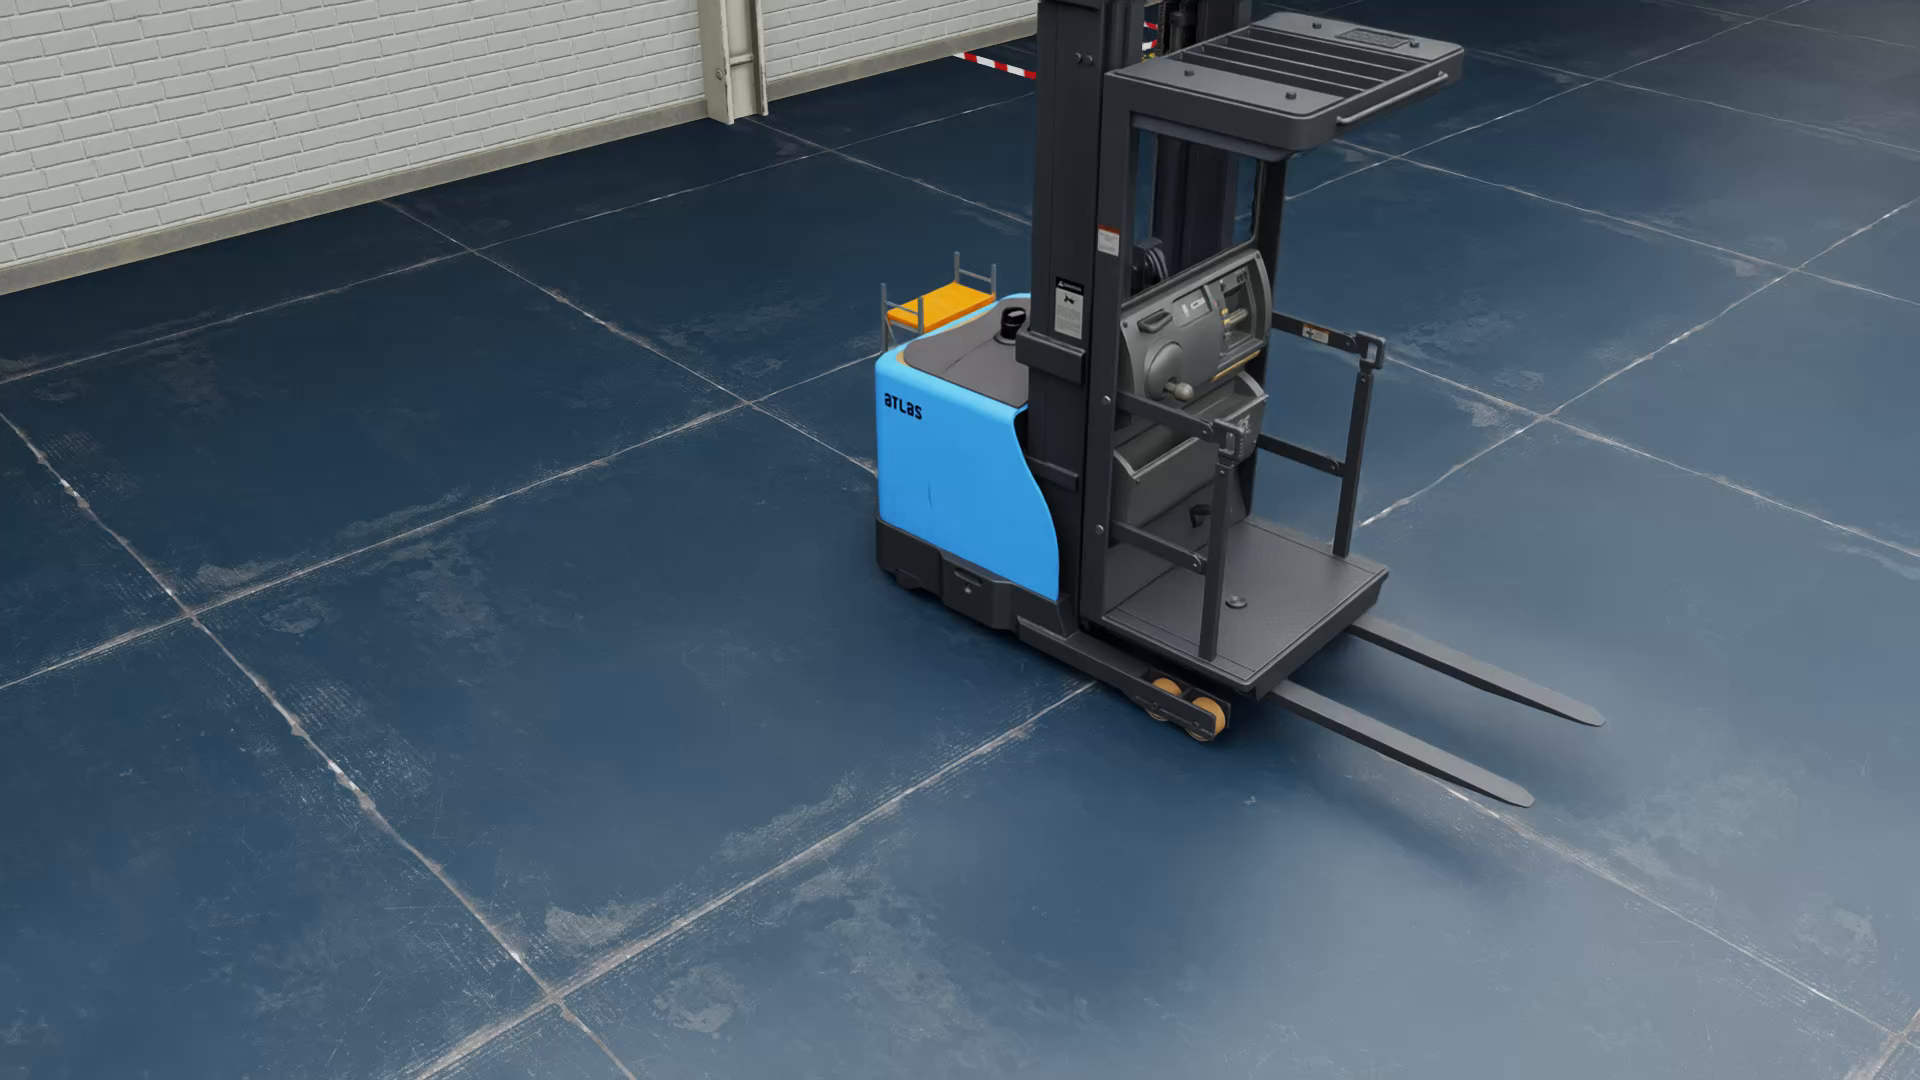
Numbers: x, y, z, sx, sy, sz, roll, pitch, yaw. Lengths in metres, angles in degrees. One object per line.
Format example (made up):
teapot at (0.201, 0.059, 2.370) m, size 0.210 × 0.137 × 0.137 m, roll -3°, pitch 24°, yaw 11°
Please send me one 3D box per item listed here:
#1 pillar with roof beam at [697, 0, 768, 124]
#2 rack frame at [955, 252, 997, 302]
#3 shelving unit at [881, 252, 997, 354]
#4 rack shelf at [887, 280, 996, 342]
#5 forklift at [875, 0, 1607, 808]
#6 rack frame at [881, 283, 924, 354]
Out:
pillar with roof beam at (1.146, -5.595, 8.273) m, size 0.400 × 9.000 × 9.100 m, roll -26°, pitch 40°, yaw -35°
rack frame at (0.070, -0.763, 7.848) m, size 0.240 × 1.200 × 0.015 m, roll 25°, pitch 39°, yaw 34°
shelving unit at (-0.091, -0.668, 7.692) m, size 0.258 × 1.200 × 0.503 m, roll 25°, pitch 39°, yaw 34°
rack shelf at (-0.091, -1.003, 7.487) m, size 0.258 × 0.148 × 0.480 m, roll 25°, pitch 39°, yaw 34°
forklift at (1.066, -0.779, 6.215) m, size 3.031 × 2.935 × 1.130 m, roll 25°, pitch 39°, yaw 34°
rack frame at (-0.252, -0.572, 7.535) m, size 0.240 × 1.200 × 0.015 m, roll 25°, pitch 39°, yaw 34°
